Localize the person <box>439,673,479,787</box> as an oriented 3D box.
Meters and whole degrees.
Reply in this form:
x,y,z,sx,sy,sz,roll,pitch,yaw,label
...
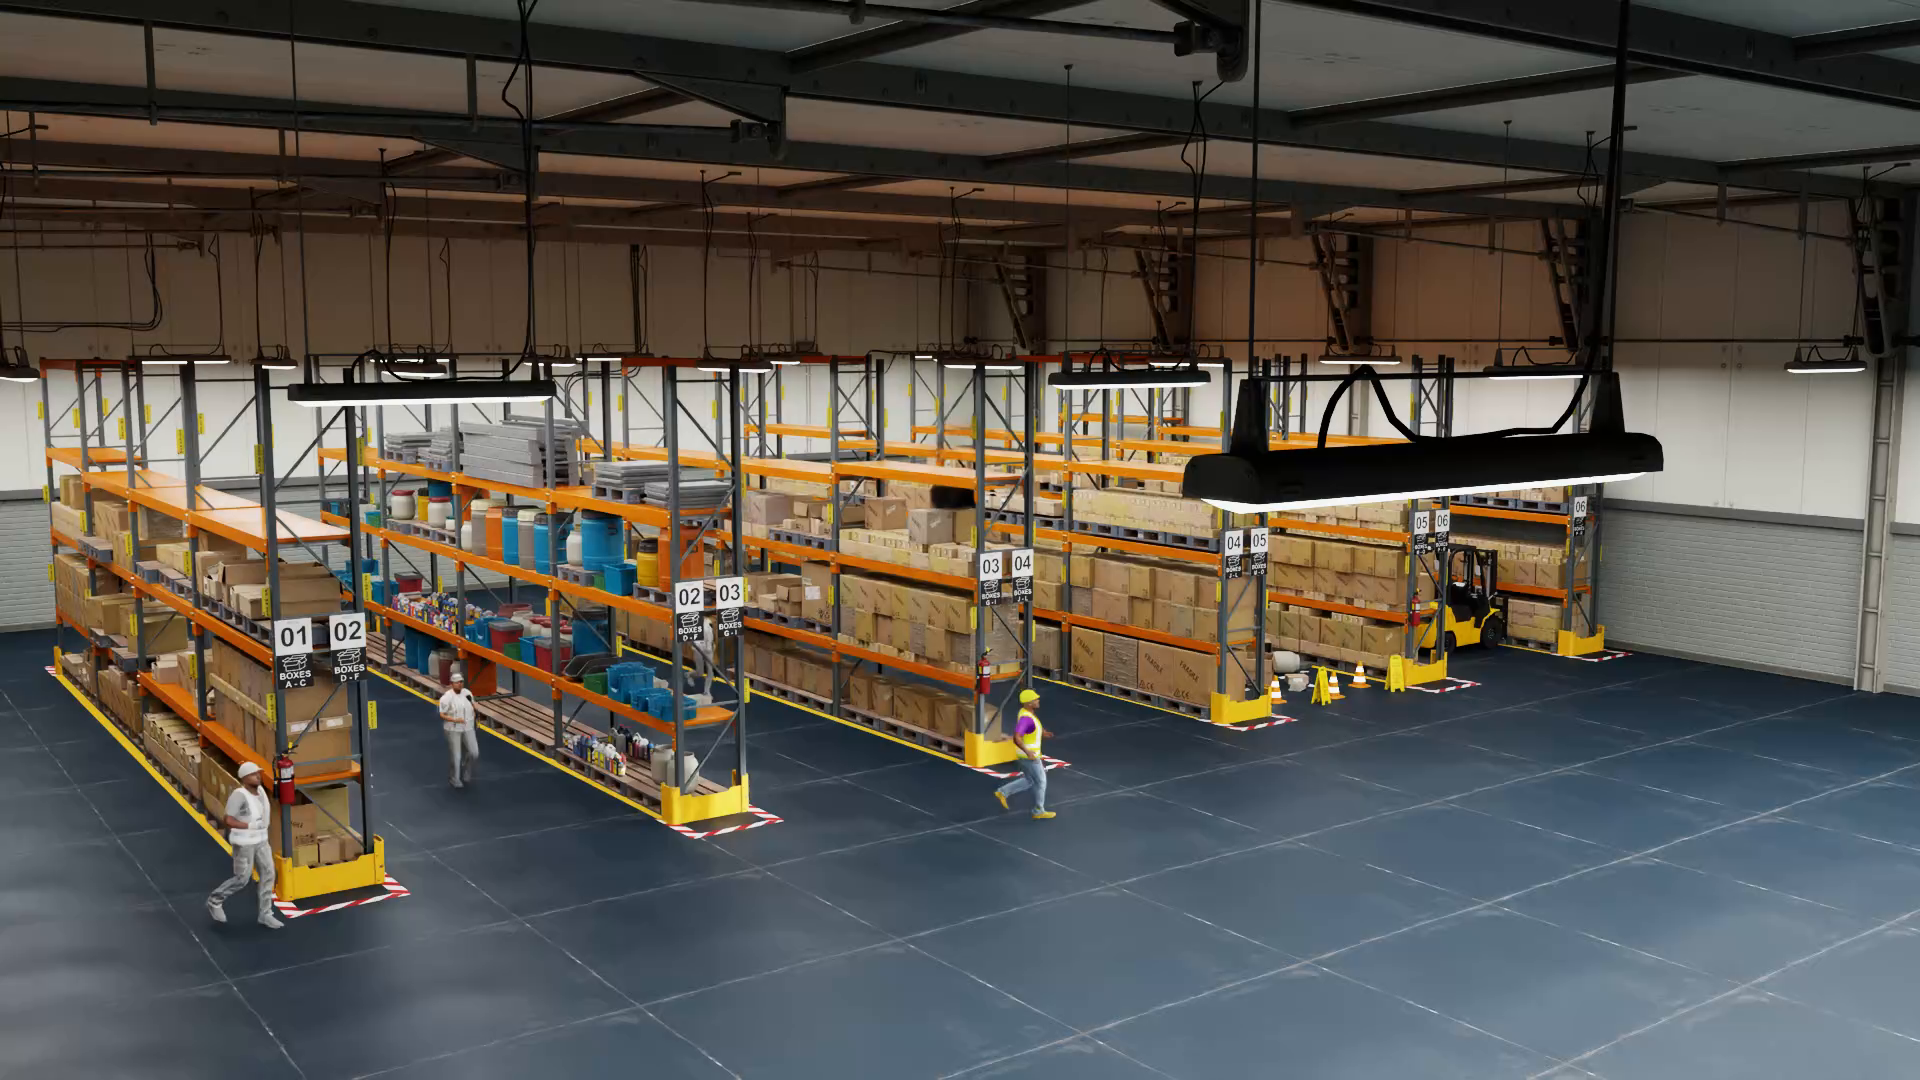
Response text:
x,y,z,sx,sy,sz,roll,pitch,yaw,label
-7.063,2.698,23.557,0.592,1.629,0.577,-5,9,-37,person

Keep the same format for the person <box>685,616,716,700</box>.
x,y,z,sx,sy,sz,roll,pitch,yaw,label
-4.606,1.975,29.625,0.627,1.698,0.761,-6,9,-40,person

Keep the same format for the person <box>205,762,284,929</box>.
x,y,z,sx,sy,sz,roll,pitch,yaw,label
-7.738,3.295,18.031,0.864,1.803,0.694,1,7,10,person

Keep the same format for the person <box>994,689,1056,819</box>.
x,y,z,sx,sy,sz,roll,pitch,yaw,label
0.863,2.831,21.967,0.822,1.742,0.705,0,7,-2,person
